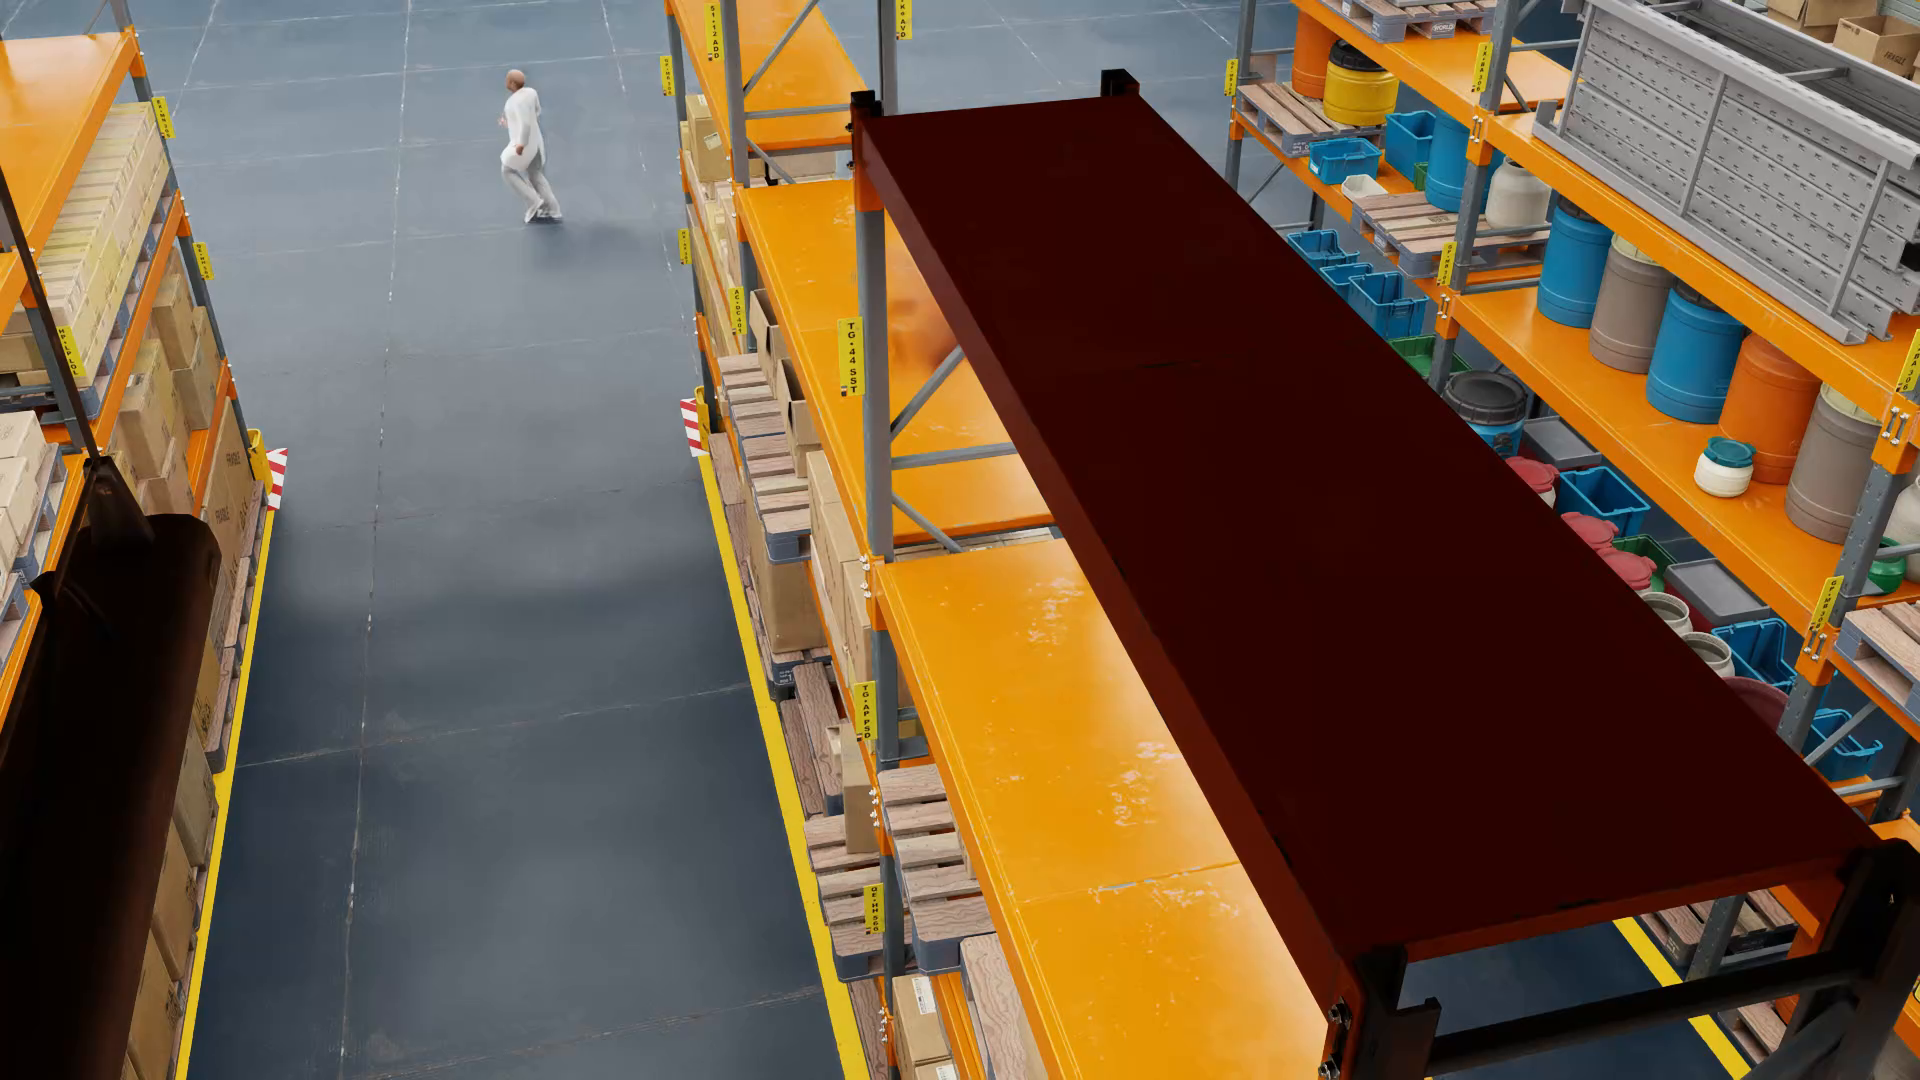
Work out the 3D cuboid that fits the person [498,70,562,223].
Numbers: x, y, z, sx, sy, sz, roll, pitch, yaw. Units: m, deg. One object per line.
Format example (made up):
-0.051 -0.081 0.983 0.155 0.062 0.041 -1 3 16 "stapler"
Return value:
-5.026 -4.545 19.186 0.732 1.781 0.703 11 36 15 "person"
